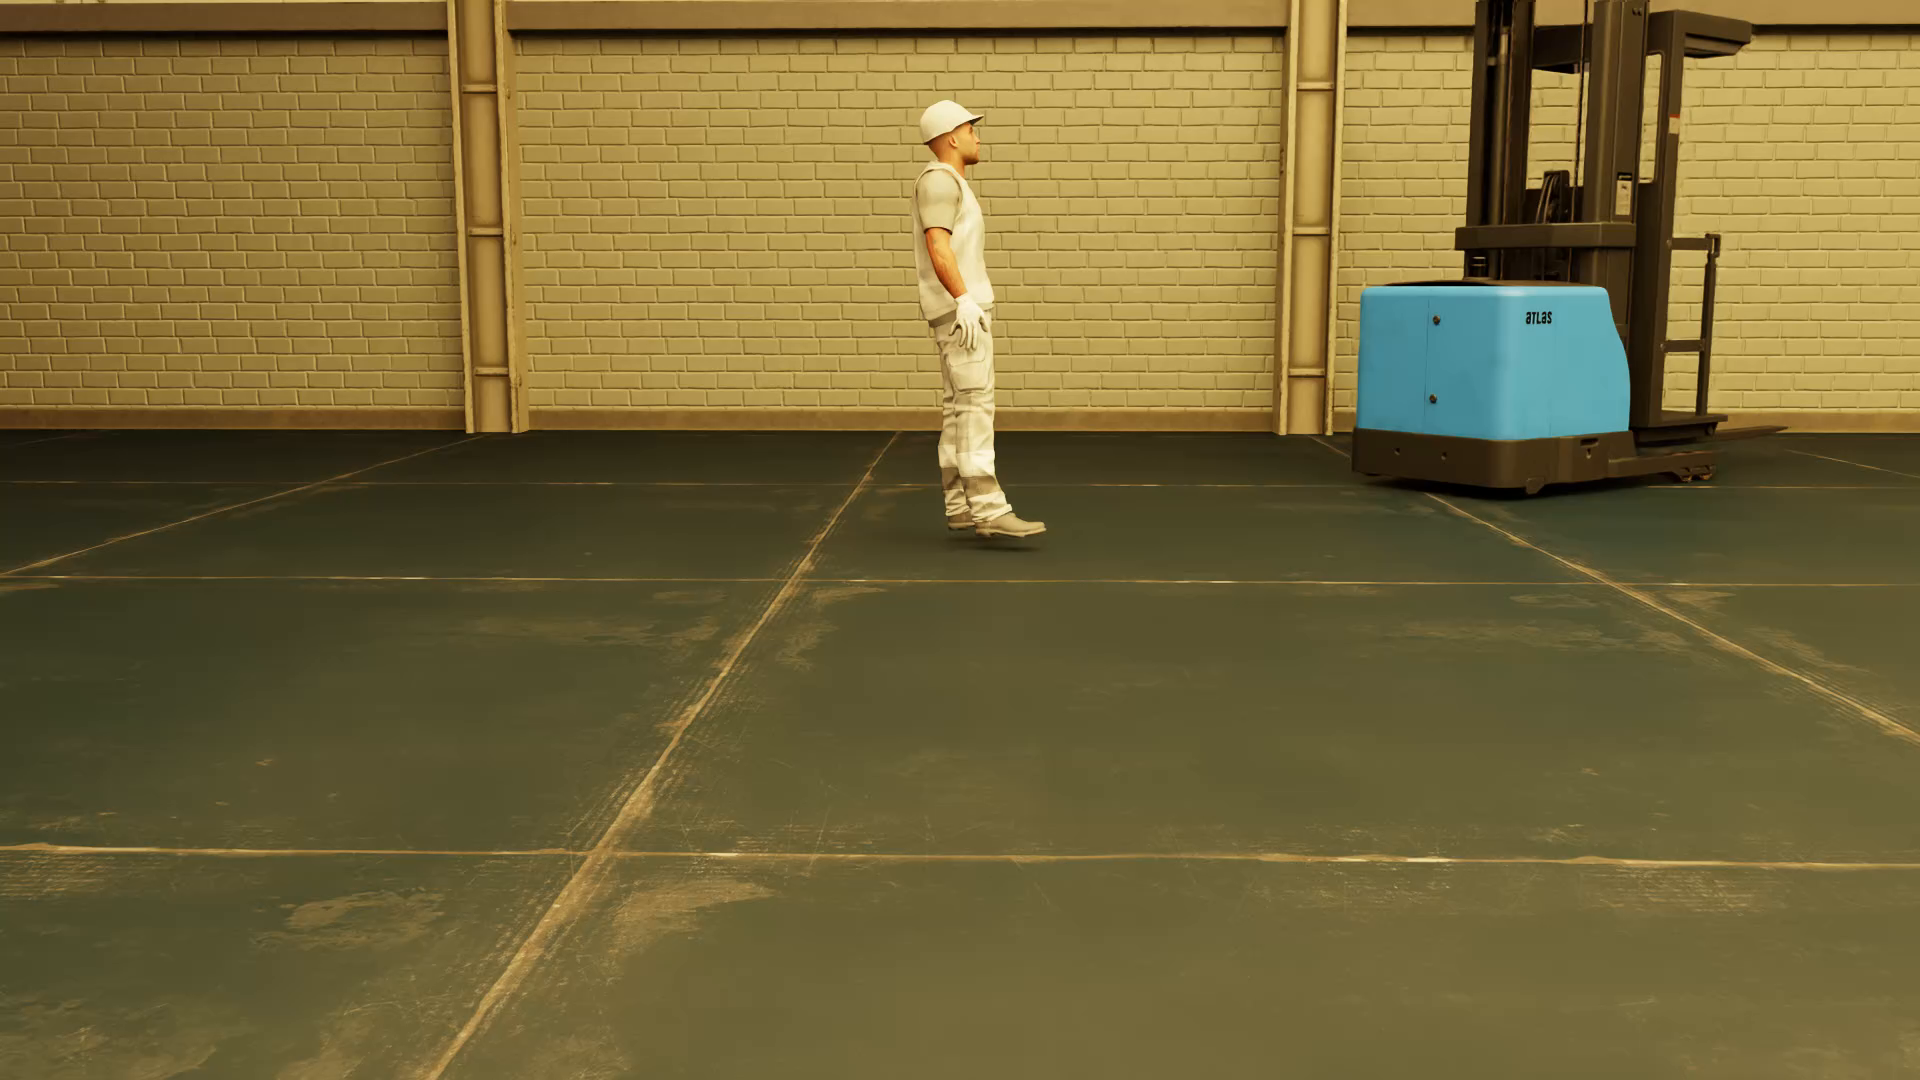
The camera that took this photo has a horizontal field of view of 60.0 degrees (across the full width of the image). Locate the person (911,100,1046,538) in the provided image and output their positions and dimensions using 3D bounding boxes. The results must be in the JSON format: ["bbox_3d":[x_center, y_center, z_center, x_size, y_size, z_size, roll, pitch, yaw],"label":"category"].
[{"bbox_3d":[0.080,-0.929,6.973,0.561,1.789,0.638,0,9,1],"label":"person"}]

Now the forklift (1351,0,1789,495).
[{"bbox_3d":[3.645,-1.827,9.384,3.031,2.935,1.130,-6,11,-35],"label":"forklift"}]
